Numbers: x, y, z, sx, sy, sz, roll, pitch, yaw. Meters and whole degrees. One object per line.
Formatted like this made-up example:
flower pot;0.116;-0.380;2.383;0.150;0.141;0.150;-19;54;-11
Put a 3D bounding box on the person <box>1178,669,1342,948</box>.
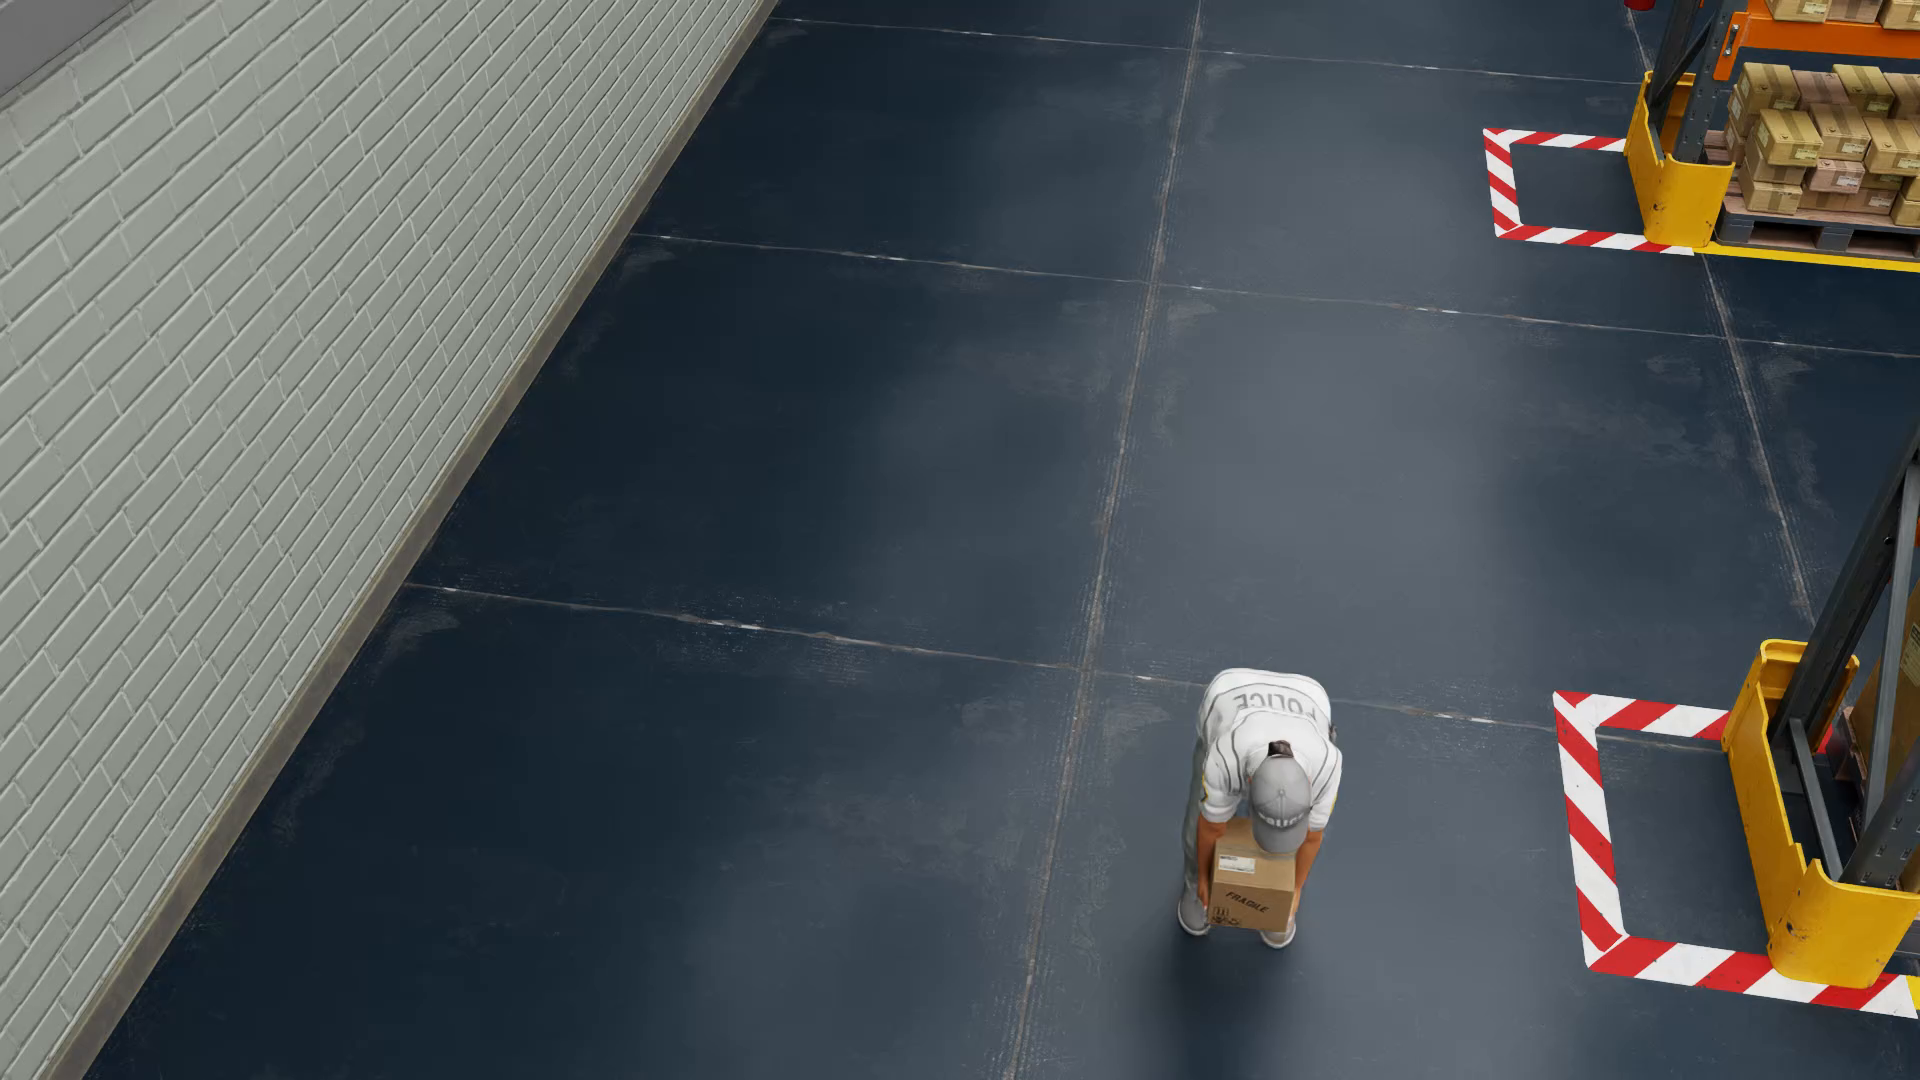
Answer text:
person;0.953;0.929;5.347;0.458;1.323;0.875;6;41;7
